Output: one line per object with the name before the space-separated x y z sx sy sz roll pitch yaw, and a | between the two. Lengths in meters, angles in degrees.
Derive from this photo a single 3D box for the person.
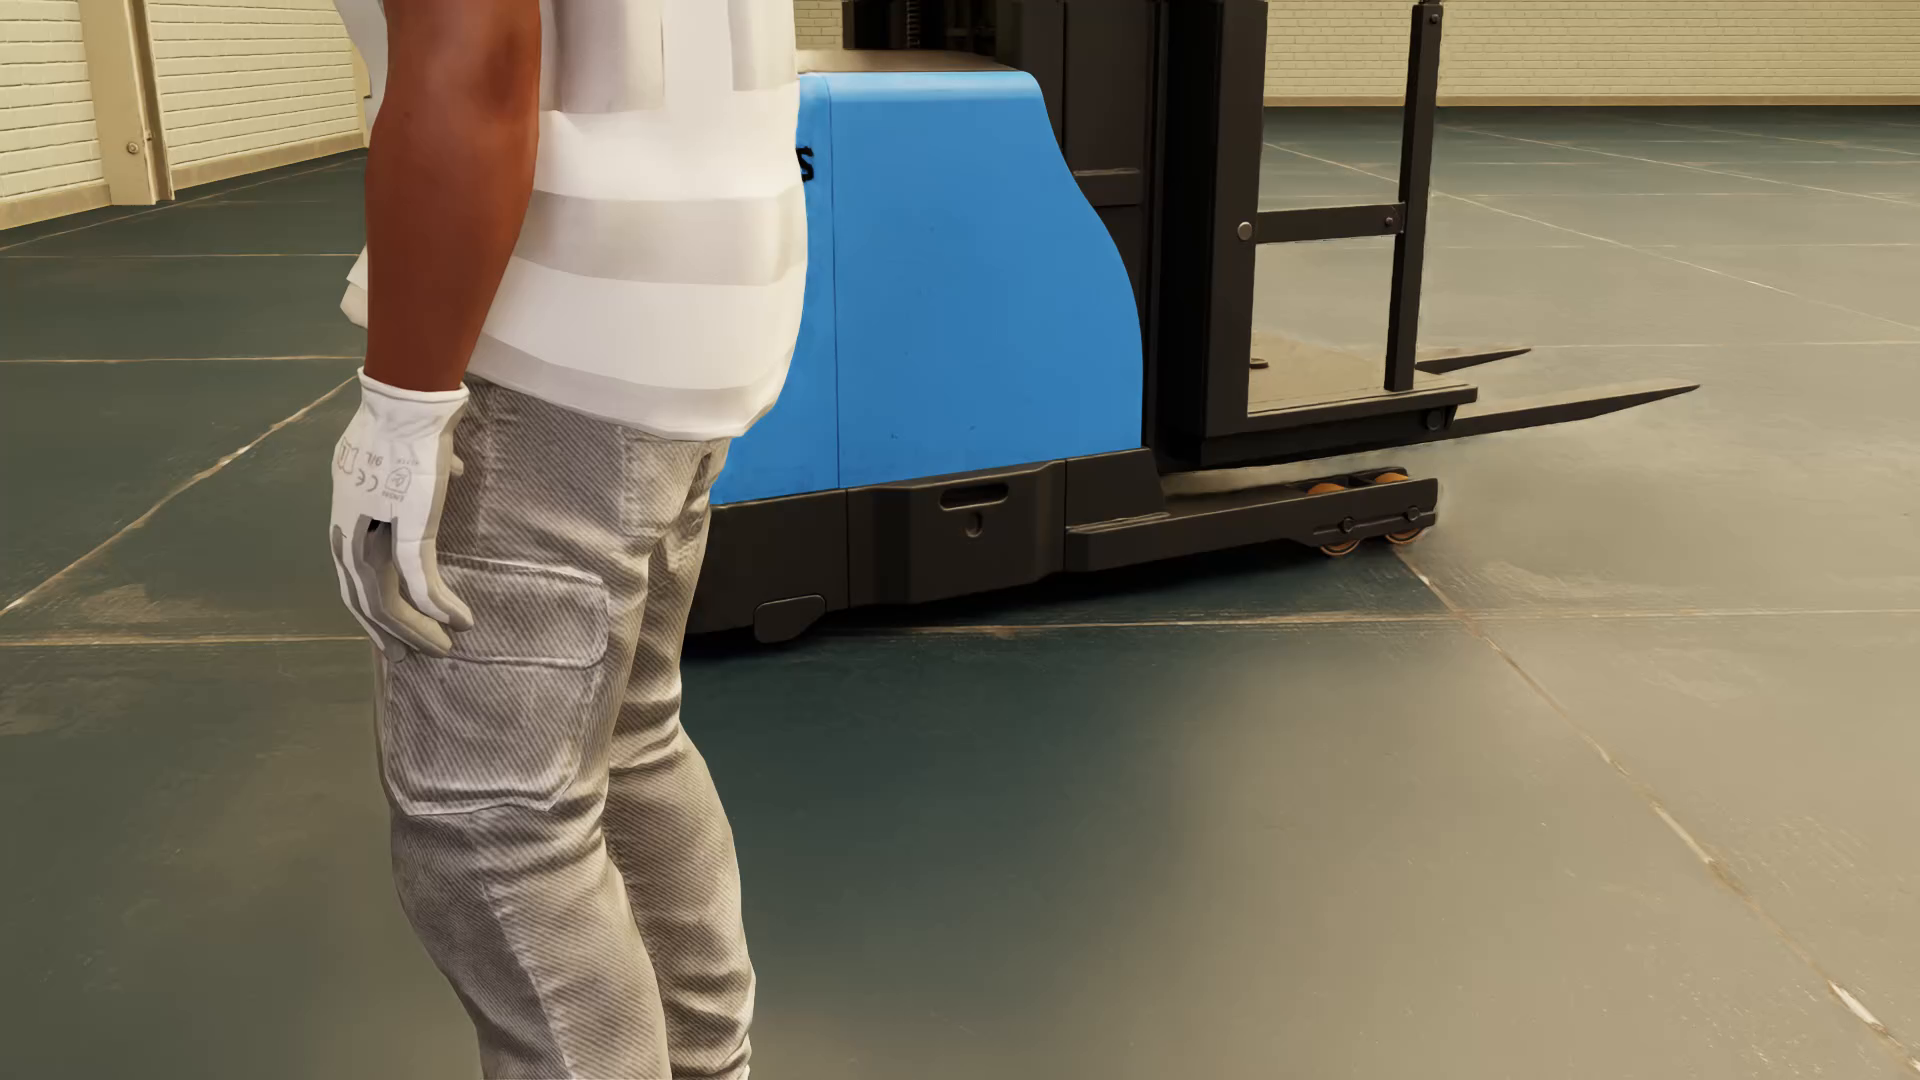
person | -0.372 -0.147 1.378 0.426 1.772 0.617 1 17 5
